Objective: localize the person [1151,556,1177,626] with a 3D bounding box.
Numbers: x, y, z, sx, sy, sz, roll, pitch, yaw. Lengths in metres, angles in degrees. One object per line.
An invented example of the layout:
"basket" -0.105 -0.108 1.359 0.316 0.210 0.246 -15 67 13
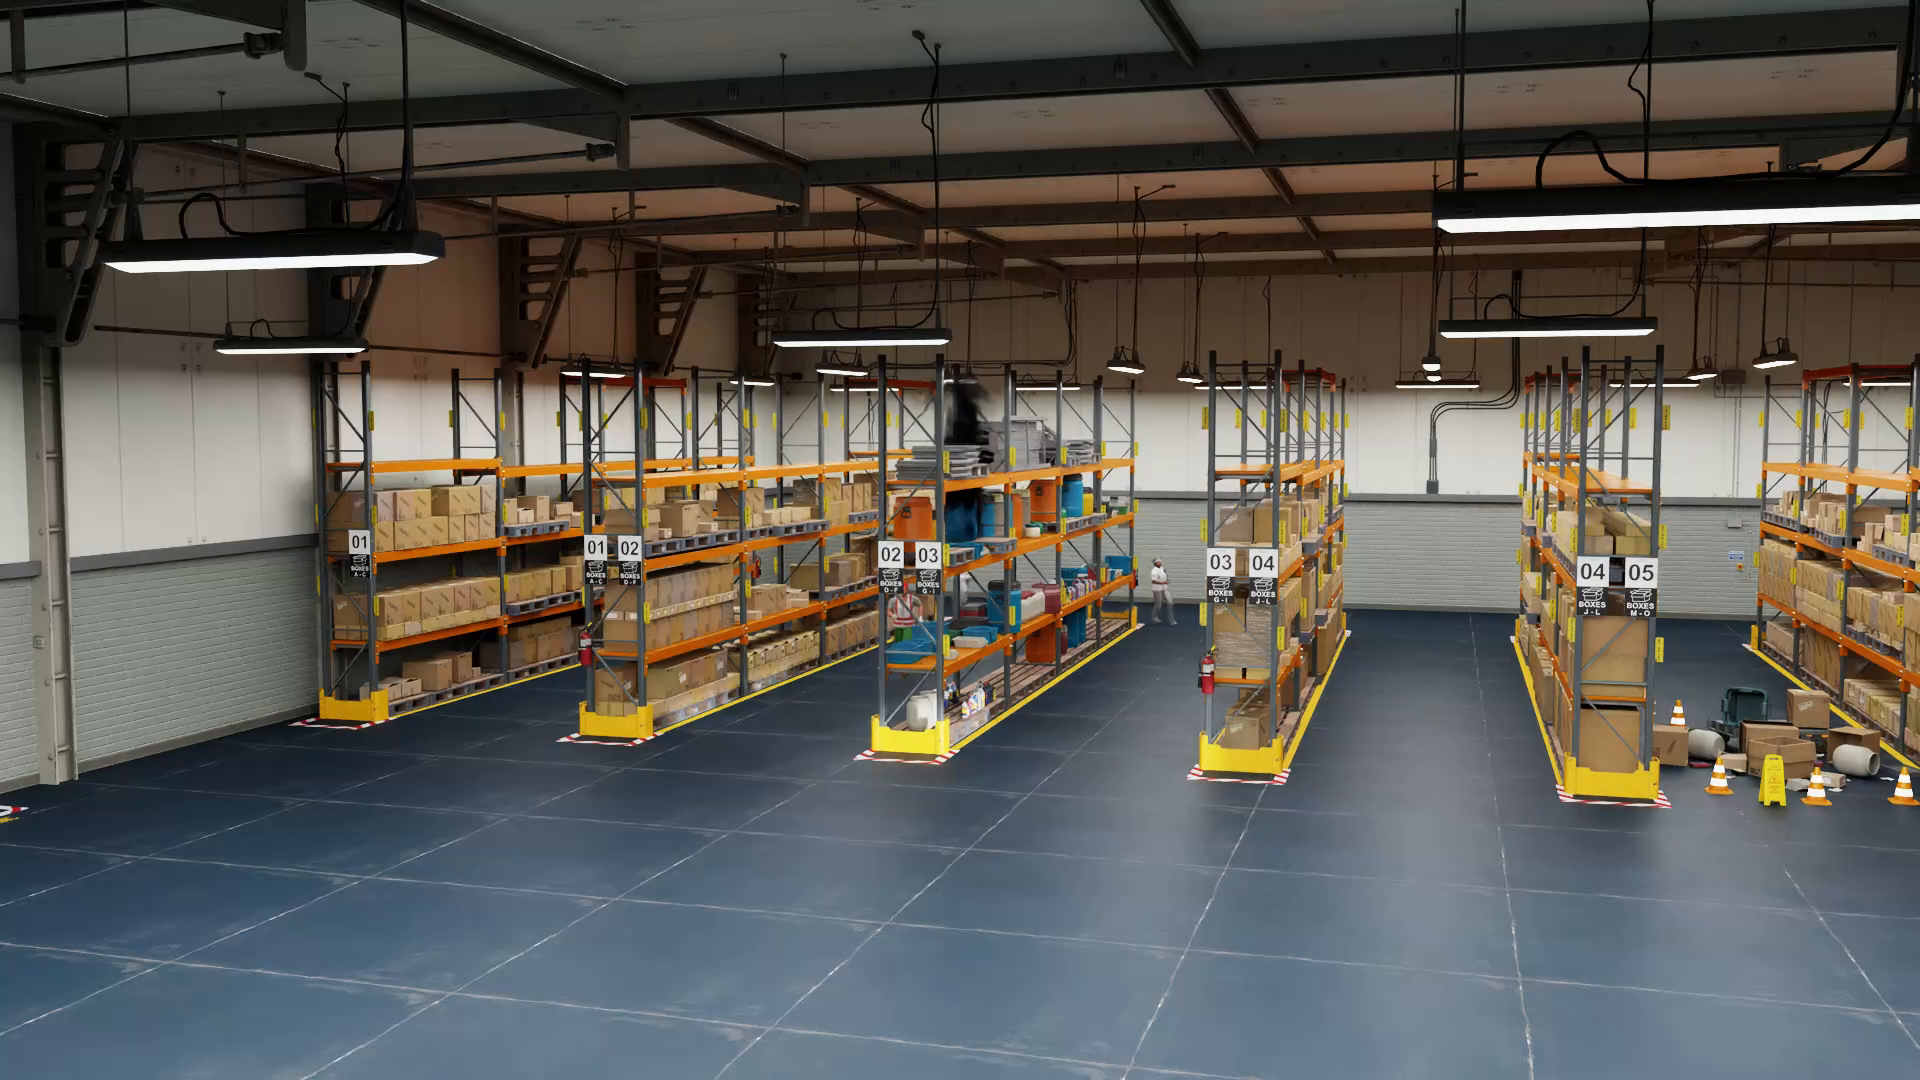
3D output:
"person" 4.917 1.244 40.785 0.576 1.700 0.813 -3 5 -38

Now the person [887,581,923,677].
"person" -1.051 1.657 31.414 0.680 1.800 0.836 1 4 8

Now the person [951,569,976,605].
"person" 0.098 0.998 43.410 0.682 1.800 0.912 -2 5 -30
